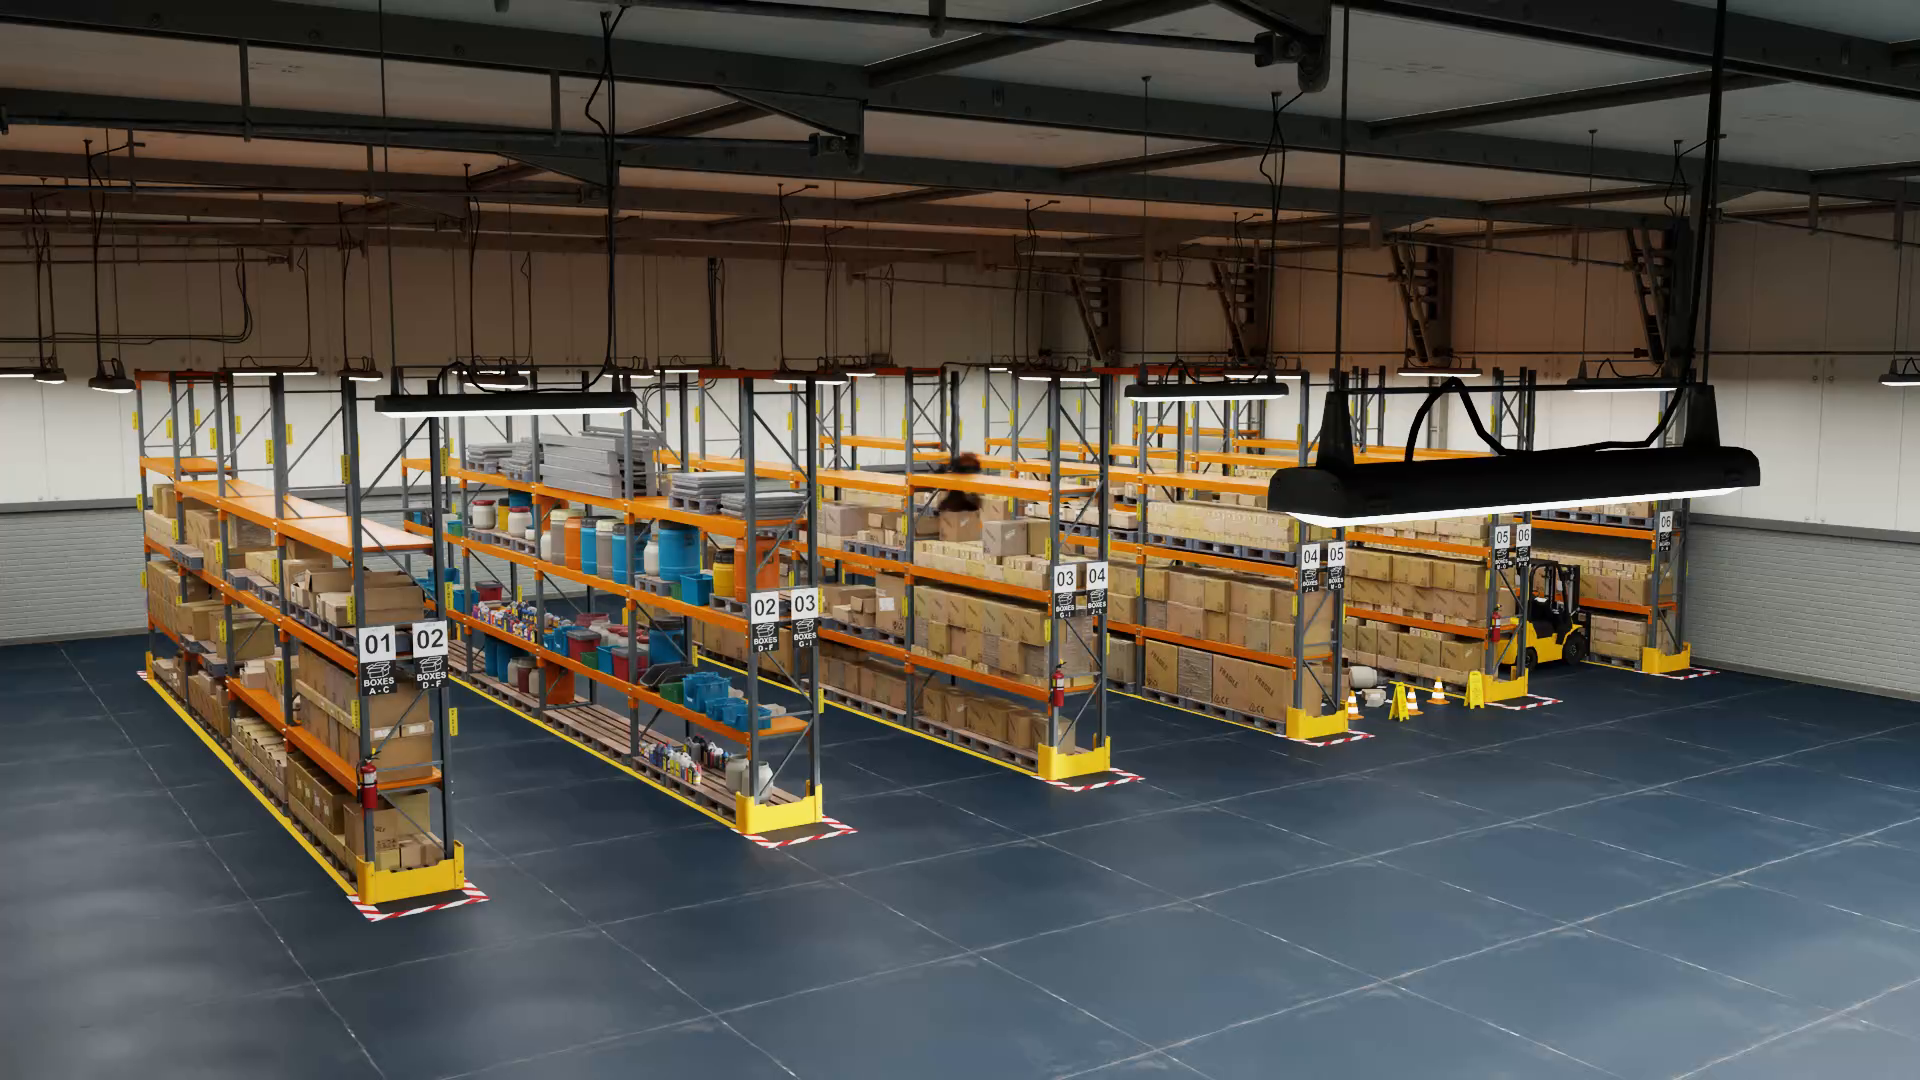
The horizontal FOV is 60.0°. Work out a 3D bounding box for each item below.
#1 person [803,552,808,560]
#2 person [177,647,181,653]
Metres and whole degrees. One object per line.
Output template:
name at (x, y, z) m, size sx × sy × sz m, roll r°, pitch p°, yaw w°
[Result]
person at (-3.763, 0.843, 41.847) m, size 0.549 × 1.600 × 0.651 m, roll -2°, pitch 7°, yaw -19°
person at (-15.478, 1.644, 33.824) m, size 0.939 × 1.767 × 0.734 m, roll -1°, pitch 6°, yaw -5°
